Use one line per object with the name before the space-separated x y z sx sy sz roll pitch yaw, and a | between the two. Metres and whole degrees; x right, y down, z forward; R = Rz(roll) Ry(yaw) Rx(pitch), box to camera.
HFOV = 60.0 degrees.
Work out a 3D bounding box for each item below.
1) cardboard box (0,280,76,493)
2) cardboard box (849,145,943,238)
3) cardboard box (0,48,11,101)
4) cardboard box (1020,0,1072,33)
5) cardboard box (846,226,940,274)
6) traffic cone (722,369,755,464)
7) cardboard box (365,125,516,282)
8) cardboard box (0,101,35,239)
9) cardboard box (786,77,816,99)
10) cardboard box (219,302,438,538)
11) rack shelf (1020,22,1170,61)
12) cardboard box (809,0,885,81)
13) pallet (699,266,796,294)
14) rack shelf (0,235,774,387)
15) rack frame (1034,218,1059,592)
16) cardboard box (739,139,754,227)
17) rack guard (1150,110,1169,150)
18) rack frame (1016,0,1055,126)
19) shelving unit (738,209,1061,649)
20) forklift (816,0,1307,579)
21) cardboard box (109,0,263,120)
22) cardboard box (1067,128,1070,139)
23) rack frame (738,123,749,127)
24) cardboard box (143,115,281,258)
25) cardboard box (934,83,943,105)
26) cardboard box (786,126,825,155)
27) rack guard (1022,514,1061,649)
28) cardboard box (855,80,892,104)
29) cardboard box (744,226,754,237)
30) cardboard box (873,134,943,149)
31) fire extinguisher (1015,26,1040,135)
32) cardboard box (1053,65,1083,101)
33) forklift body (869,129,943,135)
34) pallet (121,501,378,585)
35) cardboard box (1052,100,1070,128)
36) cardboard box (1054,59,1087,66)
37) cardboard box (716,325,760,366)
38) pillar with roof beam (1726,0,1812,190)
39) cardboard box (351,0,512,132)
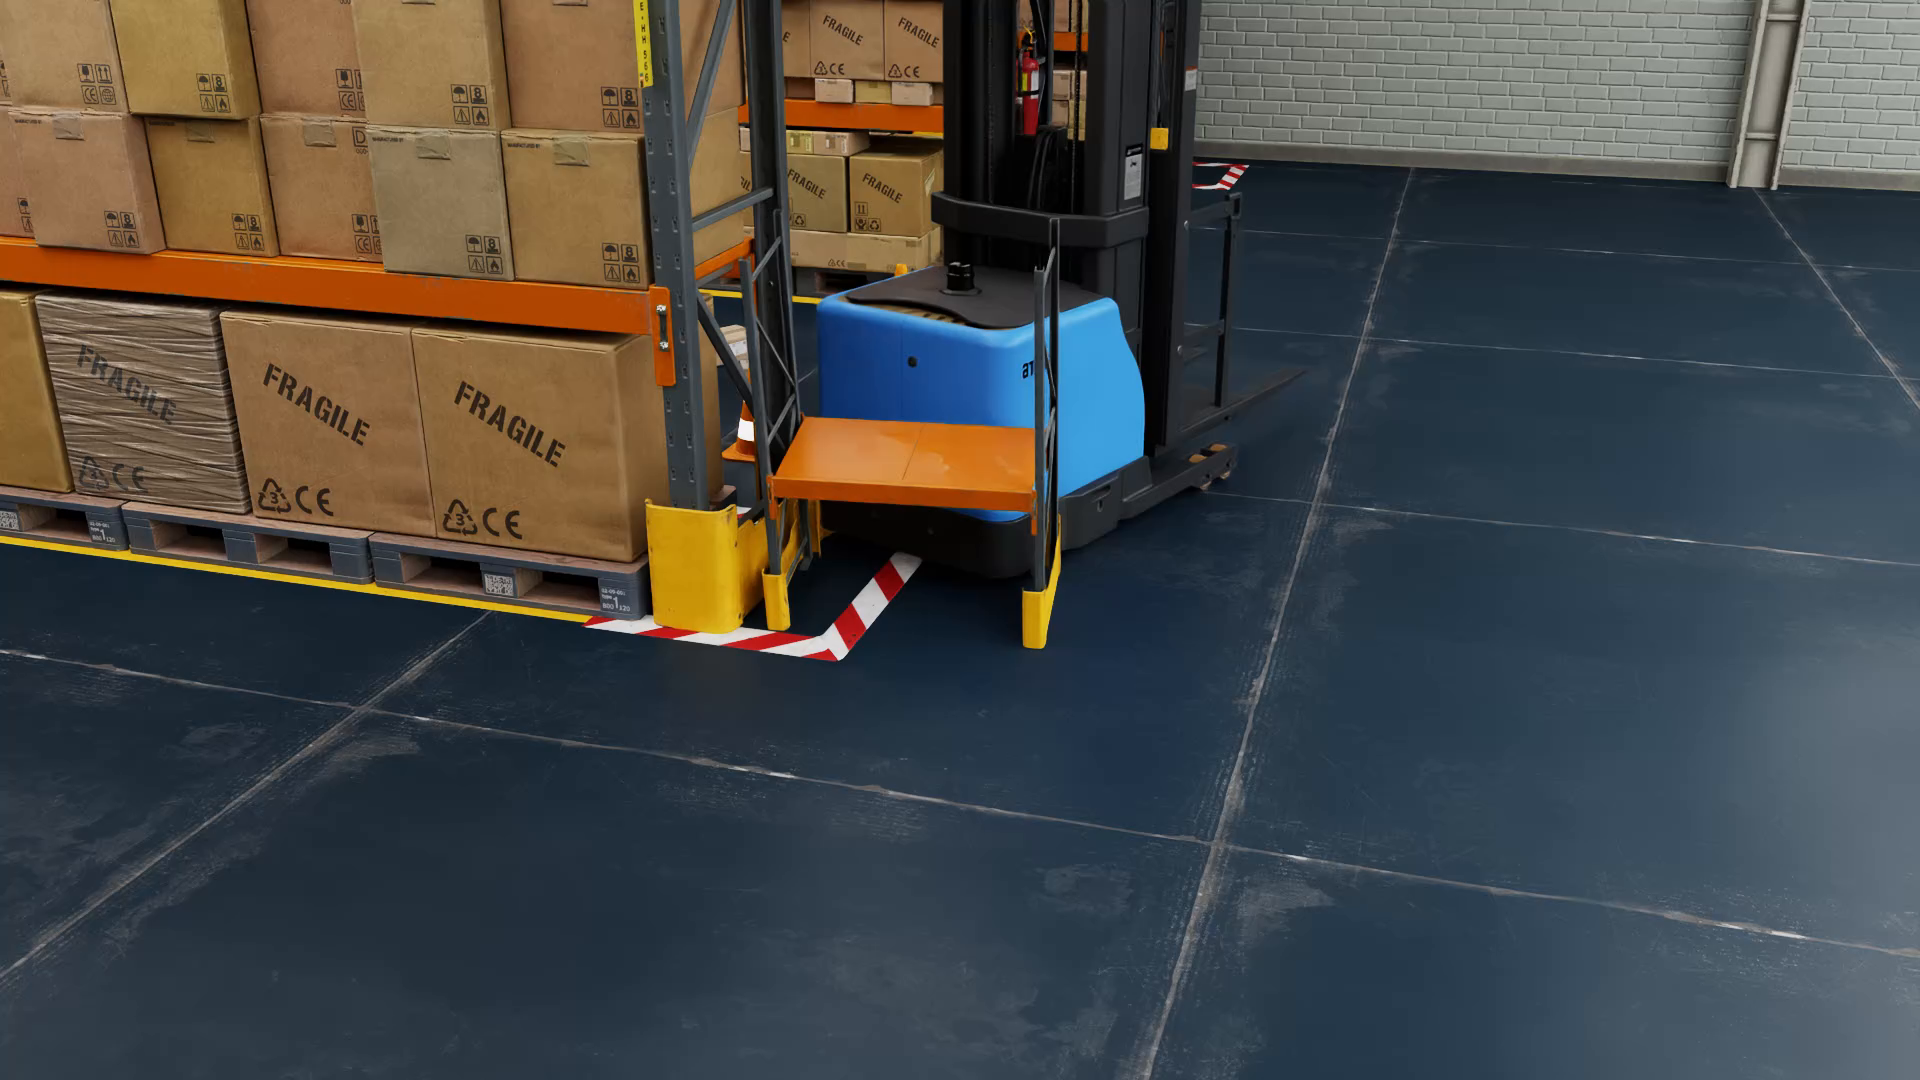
cardboard box | -4.150 -0.809 7.536 0.875 0.875 0.875 7 23 16
cardboard box | -0.412 -2.325 11.068 0.500 0.500 0.500 7 23 16
cardboard box | -3.829 -2.190 7.037 0.550 0.550 0.875 7 23 16
cardboard box | 0.820 -4.932 15.210 0.500 0.500 0.500 7 23 17
cardboard box | -0.444 -1.979 11.212 0.500 0.250 0.500 6 23 15
traffic cone | -1.001 -0.654 8.255 0.334 0.463 0.336 7 23 16
cardboard box | -1.804 -1.400 6.532 0.550 0.550 0.875 7 23 16
cardboard box | -3.842 -1.673 7.200 0.550 0.550 0.875 7 23 16
cardboard box | -0.963 -3.030 11.036 0.250 0.149 0.380 7 23 16
cardboard box | -2.414 -0.611 7.054 0.875 0.875 0.875 6 23 15
rack shelf | -0.054 -4.754 15.854 4.000 0.370 1.077 7 23 16
cardboard box | -0.647 -3.263 10.749 0.500 0.500 0.500 7 23 16
pallet | -1.574 -2.018 11.911 1.213 0.211 1.003 7 23 16
rack shelf | -2.817 -1.140 7.045 4.000 0.370 1.077 7 23 16
rack frame | 0.321 -0.382 6.122 0.032 1.500 0.500 3 32 9
cardboard box | -1.394 -2.439 11.346 0.500 0.500 0.500 6 23 14
rack guard | 1.884 -3.708 15.651 0.348 0.500 1.175 7 23 16
rack frame | 0.431 -3.063 10.785 0.127 3.000 1.000 7 23 16
shelving unit | -0.190 -0.413 6.200 1.083 1.500 0.587 3 32 9
forklift | 0.680 -1.694 7.537 1.130 2.935 3.031 16 27 34
cardboard box | -2.842 -2.026 6.636 0.500 0.550 0.875 7 23 16
cardboard box | 0.846 -3.784 15.612 0.500 0.250 0.500 7 23 15
rack frame | -1.969 -5.306 16.252 0.127 3.000 1.000 7 23 16
cardboard box | -2.823 -1.550 6.898 0.500 0.550 0.875 7 23 16
cardboard box | 0.011 -2.910 10.744 0.250 0.149 0.380 7 23 17
cardboard box | -1.022 -2.670 11.054 0.250 0.149 0.380 7 23 16
rack guard | 0.319 0.151 6.450 0.087 0.250 0.587 3 32 9
cardboard box | -0.503 -2.934 10.801 0.250 0.149 0.380 6 23 15
cardboard box | -1.417 -2.091 11.486 0.500 0.250 0.500 6 23 14
cardboard box | -0.285 -2.524 11.552 0.500 0.500 0.500 6 23 14
fire extinguisher | 0.407 -2.848 10.361 0.183 0.674 0.296 7 23 16
cardboard box | 0.839 -4.243 15.413 0.500 0.250 0.500 7 23 16
forklift body | -0.482 -4.020 14.235 1.214 2.155 2.313 7 23 16
pallet | -2.855 -0.157 7.375 1.213 0.211 1.003 7 23 15
cardboard box | 0.827 -4.019 15.527 0.500 0.250 0.500 6 23 15
cardboard box | 0.976 -4.427 15.862 0.500 0.250 0.500 7 23 16
cardboard box | -1.407 -1.154 9.887 0.380 0.149 0.250 -20 29 -39
pillar with roof beam | 5.955 -5.825 9.612 0.400 9.000 9.100 7 23 16
cardboard box | -1.800 -1.904 6.339 0.550 0.550 0.875 7 23 16
